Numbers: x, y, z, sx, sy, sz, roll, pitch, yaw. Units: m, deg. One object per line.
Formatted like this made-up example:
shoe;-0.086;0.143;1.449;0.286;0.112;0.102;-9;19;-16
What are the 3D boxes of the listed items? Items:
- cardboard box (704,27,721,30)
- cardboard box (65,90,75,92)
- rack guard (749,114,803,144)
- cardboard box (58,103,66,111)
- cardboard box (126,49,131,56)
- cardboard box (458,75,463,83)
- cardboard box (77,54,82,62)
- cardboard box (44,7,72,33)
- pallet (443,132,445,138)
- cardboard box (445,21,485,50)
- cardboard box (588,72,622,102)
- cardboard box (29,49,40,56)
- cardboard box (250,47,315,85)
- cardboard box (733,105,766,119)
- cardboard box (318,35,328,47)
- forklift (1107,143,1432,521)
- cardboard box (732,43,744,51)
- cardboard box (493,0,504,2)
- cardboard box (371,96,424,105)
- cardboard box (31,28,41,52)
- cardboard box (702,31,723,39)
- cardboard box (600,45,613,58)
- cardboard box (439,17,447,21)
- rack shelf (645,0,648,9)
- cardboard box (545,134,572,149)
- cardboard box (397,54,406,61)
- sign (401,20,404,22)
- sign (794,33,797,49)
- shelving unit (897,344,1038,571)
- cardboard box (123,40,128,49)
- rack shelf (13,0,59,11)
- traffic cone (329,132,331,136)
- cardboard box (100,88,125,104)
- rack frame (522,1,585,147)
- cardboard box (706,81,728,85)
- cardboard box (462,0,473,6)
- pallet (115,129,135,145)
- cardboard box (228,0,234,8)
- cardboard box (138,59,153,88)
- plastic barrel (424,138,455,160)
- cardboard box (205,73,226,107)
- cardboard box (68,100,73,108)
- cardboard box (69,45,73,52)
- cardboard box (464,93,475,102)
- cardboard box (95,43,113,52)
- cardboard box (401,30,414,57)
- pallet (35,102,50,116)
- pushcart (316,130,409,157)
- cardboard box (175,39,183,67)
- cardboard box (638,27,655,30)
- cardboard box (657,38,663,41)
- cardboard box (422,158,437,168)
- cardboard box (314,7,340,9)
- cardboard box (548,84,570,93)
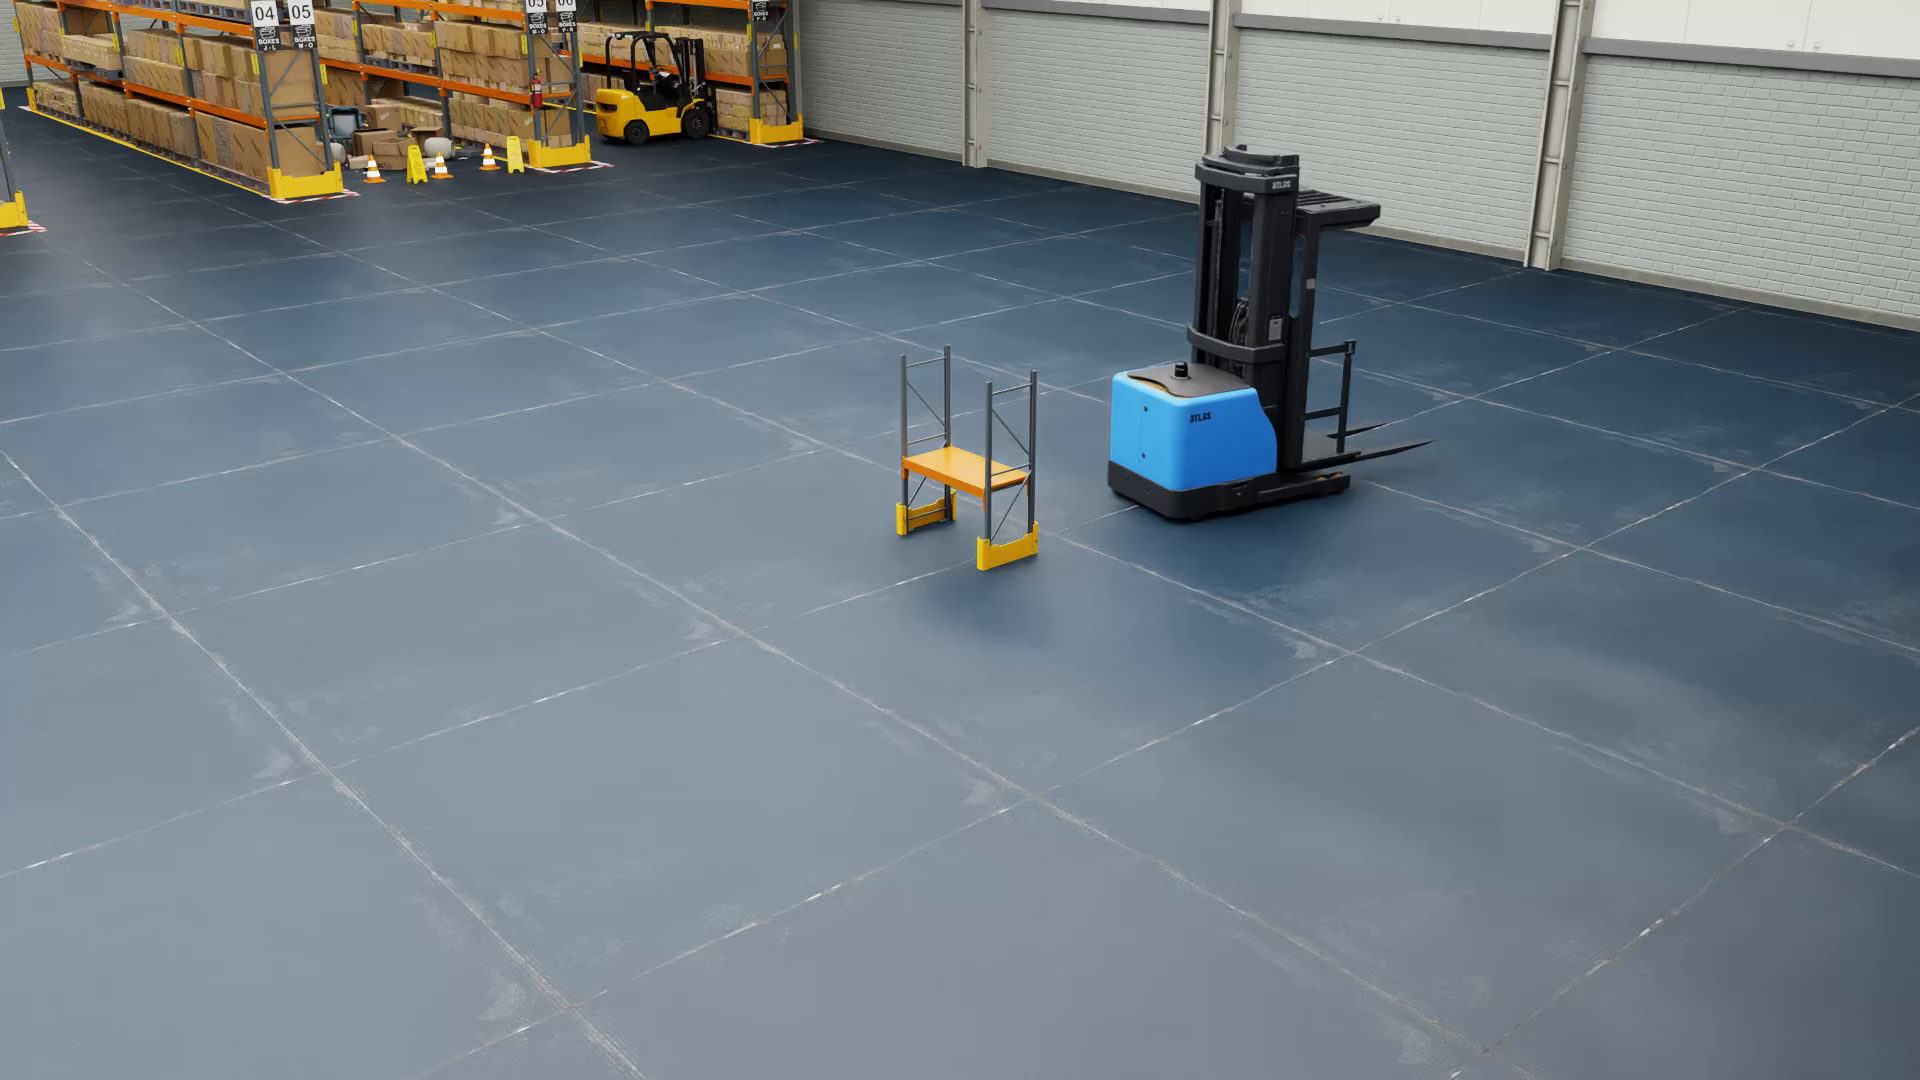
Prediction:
cardboard box;-5.347;-11.071;36.203;0.380;0.149;0.250;-18;28;-38
cardboard box;-20.033;-10.102;37.679;0.380;0.149;0.250;-16;27;-36
rack guard;-3.838;-8.605;34.767;1.175;0.500;0.348;-17;27;-37
cardboard box;-20.319;-9.883;37.937;0.380;0.149;0.250;-18;27;-38
cardboard box;-17.202;-10.212;34.804;0.380;0.149;0.250;-17;27;-37
cardboard box;-9.860;-9.294;33.444;0.380;0.149;0.250;-18;27;-38
cardboard box;-18.545;-10.277;35.378;0.380;0.149;0.250;-19;28;-40
cardboard box;-19.982;-11.559;36.968;0.500;0.500;0.500;-19;28;-39
pallet;-10.732;-8.614;35.187;1.003;0.211;1.213;-17;27;-37
cardboard box;-9.783;-10.029;33.060;0.700;0.500;0.500;-17;27;-37
cardboard box;-8.247;-10.721;39.424;0.875;0.625;0.625;-16;27;-36
cardboard box;-21.444;-11.375;38.757;0.380;0.149;0.250;-18;28;-39
cardboard box;-11.509;-8.071;28.290;0.875;0.550;0.550;-17;27;-37
cardboard box;-4.409;-8.983;34.816;0.500;0.250;0.500;-18;28;-38
cardboard box;-14.369;-11.460;38.150;0.500;0.250;0.500;-18;28;-39
forklift;2.825;-1.897;14.309;3.031;2.935;1.130;-12;24;-27
cardboard box;-4.482;-10.216;34.428;0.380;0.149;0.250;-17;27;-37
cardboard box;-8.467;-10.278;31.296;0.500;0.250;0.500;-18;28;-38
cardboard box;-12.473;-9.616;36.950;0.950;0.372;0.625;-20;29;-41
cardboard box;-20.977;-11.522;38.243;0.500;0.500;0.500;-17;27;-37
cardboard box;-5.253;-10.733;35.341;0.380;0.149;0.250;-17;27;-37
cardboard box;-7.968;-11.310;38.454;0.500;0.250;0.500;-16;27;-36
cardboard box;-13.877;-13.936;44.749;0.500;0.250;0.500;-17;27;-37
rack shelf;-7.770;-12.495;38.145;1.077;0.370;4.000;-17;27;-37
cardboard box;-7.929;-7.796;32.471;0.500;0.250;0.500;-18;28;-38
cardboard box;-11.744;-10.289;35.410;0.380;0.149;0.250;-16;27;-36
sign;-12.429;-11.437;37.092;0.100;0.325;0.005;-17;27;-37
sign;-3.430;-10.346;34.489;0.100;0.325;0.005;-17;27;-37
shelving unit;0.050;-0.677;13.157;0.587;1.500;1.083;-17;27;-37
cardboard box;-17.358;-10.416;34.917;0.380;0.149;0.250;-16;26;-35
rack shelf;-20.434;-12.316;37.689;1.077;0.370;4.000;-17;27;-37
traffic cone;-13.040;-8.368;34.214;0.336;0.463;0.334;-17;27;-37
cardboard box;-17.821;-9.385;35.156;0.500;0.250;0.500;-17;27;-36
rack frame;-7.612;-8.592;31.309;1.000;3.000;0.127;-17;27;-37
cardboard box;-5.335;-9.892;36.450;0.500;0.250;0.500;-17;27;-37
cardboard box;-9.430;-10.456;32.298;0.380;0.149;0.250;-18;28;-38
pallet;-17.027;-8.514;34.933;1.003;0.211;1.213;-17;27;-37
cardboard box;-12.102;-9.060;28.021;0.380;0.149;0.250;-17;27;-37
cardboard box;-15.767;-9.175;32.660;0.500;0.500;0.500;-17;27;-37
plastic barrel;-10.107;-7.603;32.316;0.512;0.421;0.421;0;21;-1
cardboard box;-13.018;-8.138;29.944;0.875;0.550;0.550;-17;27;-37
cardboard box;-19.761;-9.791;37.295;0.380;0.149;0.250;-19;28;-40
cardboard box;-18.881;-10.558;35.688;0.380;0.149;0.250;-17;27;-36
cardboard box;-9.669;-8.846;33.234;0.380;0.149;0.250;-16;27;-35
cardboard box;-17.518;-10.121;34.163;0.380;0.149;0.250;-16;27;-36
cardboard box;-11.355;-10.432;34.885;0.500;0.500;0.500;-16;27;-36
pallet;-21.187;-10.254;39.376;1.003;0.211;1.213;-17;27;-37
pushcart;-11.918;-7.920;33.188;0.936;0.377;1.648;12;24;27
cardboard box;-14.236;-9.139;31.197;0.700;0.500;0.500;-18;28;-38
cardboard box;-7.155;-11.673;38.148;0.380;0.149;0.250;-17;27;-37
cardboard box;-6.456;-11.078;36.629;0.380;0.149;0.250;-18;28;-38
cardboard box;-9.997;-7.146;31.525;0.380;0.149;0.250;-4;22;-10
cardboard box;-14.963;-12.356;39.411;0.500;0.500;0.500;-16;27;-36
cardboard box;-7.677;-8.619;31.720;0.380;0.149;0.250;-17;27;-37
